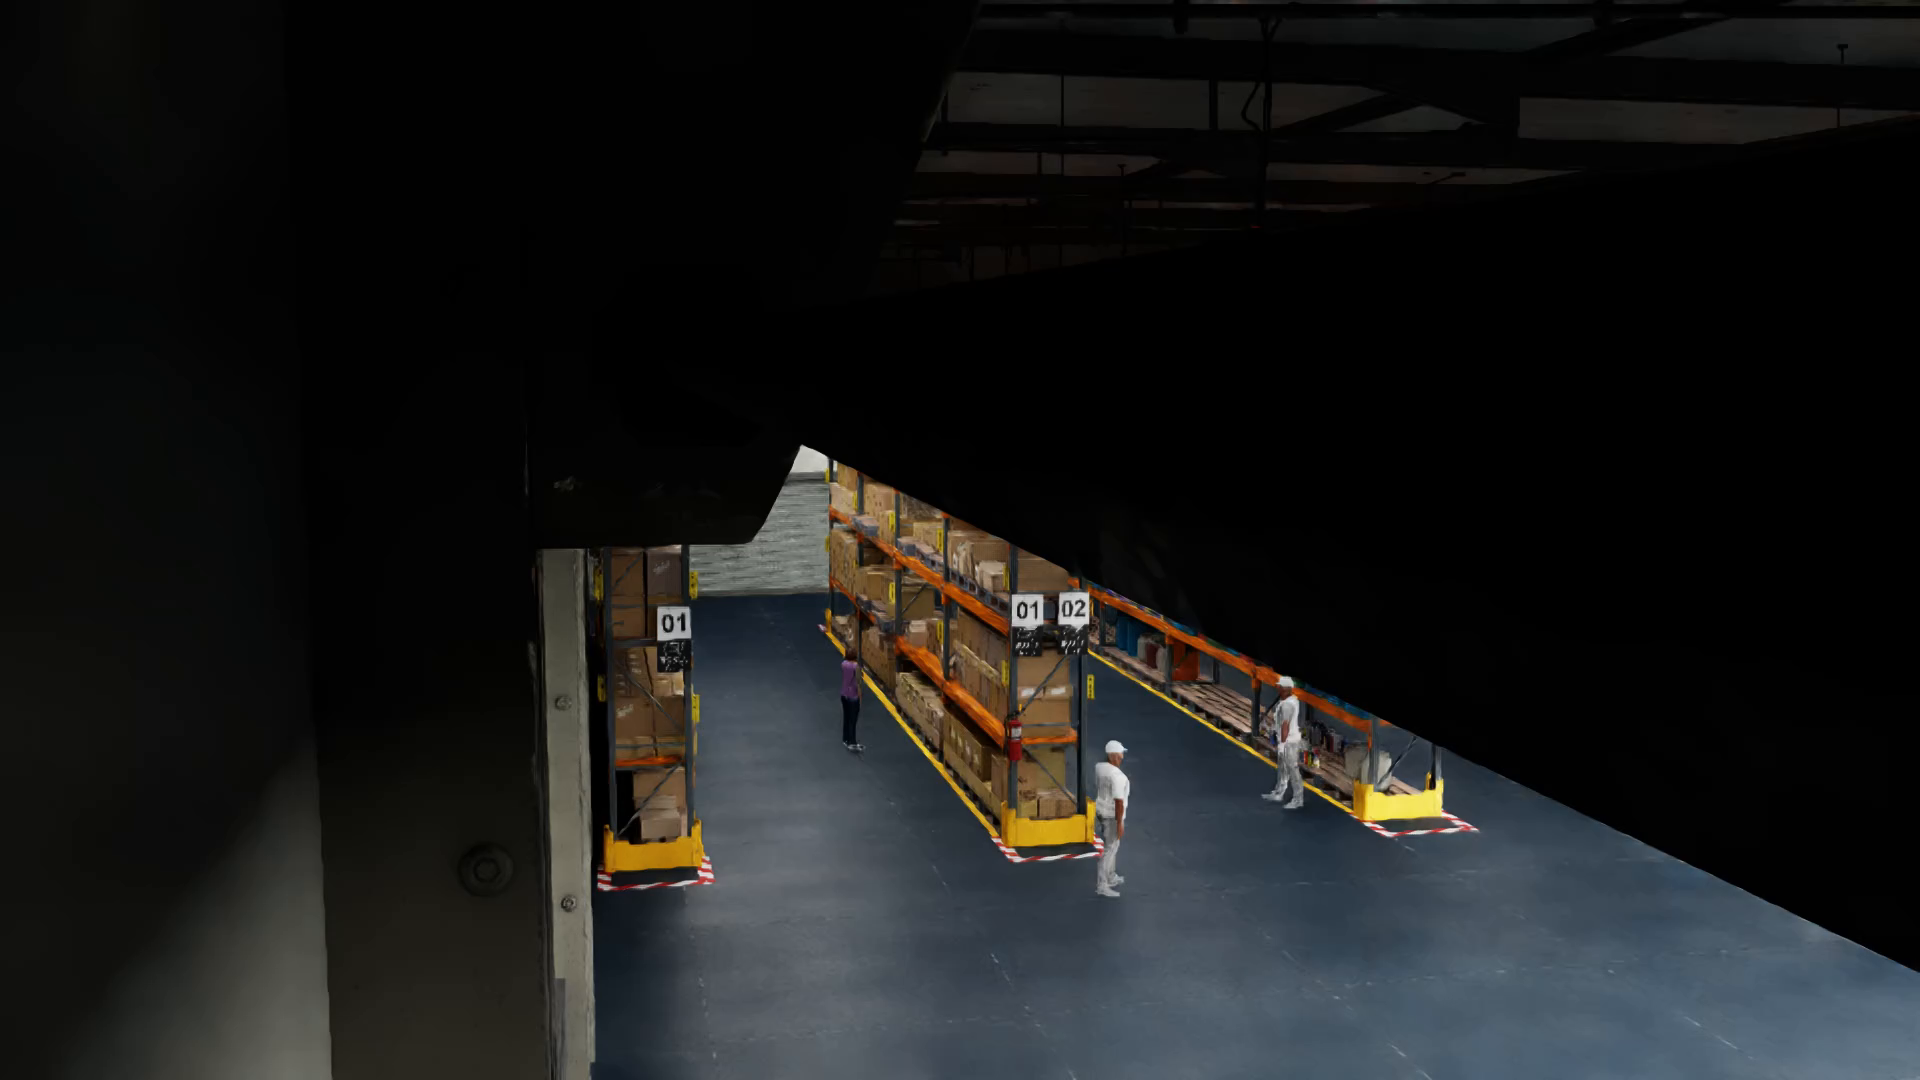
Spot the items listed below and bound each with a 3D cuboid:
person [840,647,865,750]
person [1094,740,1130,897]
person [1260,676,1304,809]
[{"bbox_3d":[-1.677,2.451,25.943,0.401,1.599,0.465,-7,9,-44],"label":"person"},{"bbox_3d":[1.760,3.174,19.212,0.500,1.765,0.737,-2,7,-19],"label":"person"},{"bbox_3d":[4.425,2.732,22.769,0.589,1.782,0.672,1,7,11],"label":"person"}]
